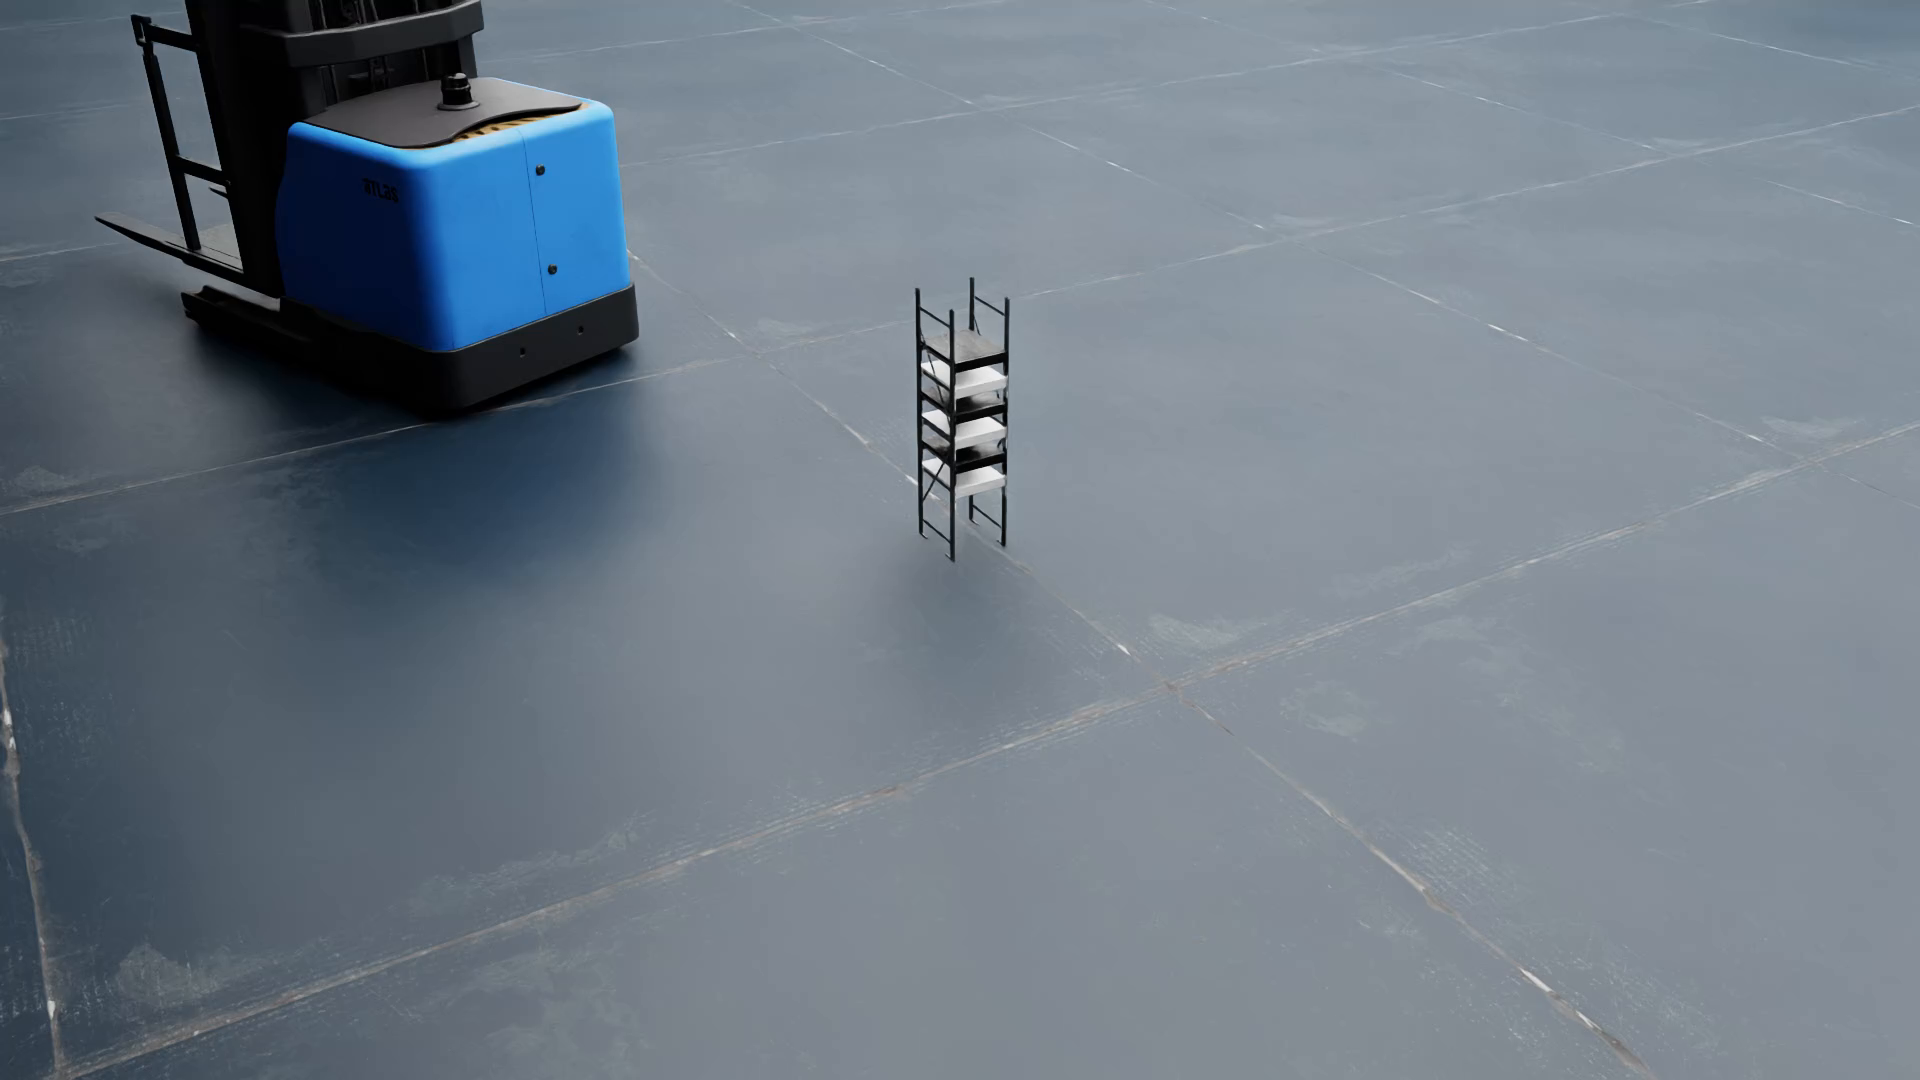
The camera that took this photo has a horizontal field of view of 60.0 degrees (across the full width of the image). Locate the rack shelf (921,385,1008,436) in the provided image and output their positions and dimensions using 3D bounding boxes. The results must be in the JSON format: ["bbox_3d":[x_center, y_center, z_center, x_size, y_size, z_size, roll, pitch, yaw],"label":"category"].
[{"bbox_3d":[0.007,-0.446,5.509,0.200,0.077,0.258,-16,33,-26],"label":"rack shelf"}]

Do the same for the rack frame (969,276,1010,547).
[{"bbox_3d":[0.095,-0.421,5.581,0.006,0.900,0.240,-16,33,-26],"label":"rack frame"}]

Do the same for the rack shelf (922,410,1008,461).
[{"bbox_3d":[0.007,-0.367,5.552,0.200,0.077,0.258,-16,33,-26],"label":"rack shelf"}]

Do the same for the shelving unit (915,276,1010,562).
[{"bbox_3d":[0.007,-0.396,5.536,0.210,0.900,0.258,-16,33,-26],"label":"shelving unit"}]

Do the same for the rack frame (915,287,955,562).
[{"bbox_3d":[-0.081,-0.371,5.491,0.006,0.900,0.240,-16,33,-26],"label":"rack frame"}]

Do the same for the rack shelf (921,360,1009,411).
[{"bbox_3d":[0.007,-0.524,5.465,0.200,0.077,0.258,-16,33,-26],"label":"rack shelf"}]

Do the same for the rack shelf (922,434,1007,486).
[{"bbox_3d":[0.007,-0.288,5.596,0.200,0.077,0.258,-16,33,-26],"label":"rack shelf"}]

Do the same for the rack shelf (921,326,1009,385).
[{"bbox_3d":[0.007,-0.603,5.422,0.200,0.077,0.258,-16,33,-26],"label":"rack shelf"}]

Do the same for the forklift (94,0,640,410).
[{"bbox_3d":[-2.863,-2.362,6.997,3.031,2.935,1.130,21,35,33],"label":"forklift"}]

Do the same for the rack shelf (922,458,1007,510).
[{"bbox_3d":[0.007,-0.209,5.639,0.200,0.077,0.258,-16,33,-26],"label":"rack shelf"}]
